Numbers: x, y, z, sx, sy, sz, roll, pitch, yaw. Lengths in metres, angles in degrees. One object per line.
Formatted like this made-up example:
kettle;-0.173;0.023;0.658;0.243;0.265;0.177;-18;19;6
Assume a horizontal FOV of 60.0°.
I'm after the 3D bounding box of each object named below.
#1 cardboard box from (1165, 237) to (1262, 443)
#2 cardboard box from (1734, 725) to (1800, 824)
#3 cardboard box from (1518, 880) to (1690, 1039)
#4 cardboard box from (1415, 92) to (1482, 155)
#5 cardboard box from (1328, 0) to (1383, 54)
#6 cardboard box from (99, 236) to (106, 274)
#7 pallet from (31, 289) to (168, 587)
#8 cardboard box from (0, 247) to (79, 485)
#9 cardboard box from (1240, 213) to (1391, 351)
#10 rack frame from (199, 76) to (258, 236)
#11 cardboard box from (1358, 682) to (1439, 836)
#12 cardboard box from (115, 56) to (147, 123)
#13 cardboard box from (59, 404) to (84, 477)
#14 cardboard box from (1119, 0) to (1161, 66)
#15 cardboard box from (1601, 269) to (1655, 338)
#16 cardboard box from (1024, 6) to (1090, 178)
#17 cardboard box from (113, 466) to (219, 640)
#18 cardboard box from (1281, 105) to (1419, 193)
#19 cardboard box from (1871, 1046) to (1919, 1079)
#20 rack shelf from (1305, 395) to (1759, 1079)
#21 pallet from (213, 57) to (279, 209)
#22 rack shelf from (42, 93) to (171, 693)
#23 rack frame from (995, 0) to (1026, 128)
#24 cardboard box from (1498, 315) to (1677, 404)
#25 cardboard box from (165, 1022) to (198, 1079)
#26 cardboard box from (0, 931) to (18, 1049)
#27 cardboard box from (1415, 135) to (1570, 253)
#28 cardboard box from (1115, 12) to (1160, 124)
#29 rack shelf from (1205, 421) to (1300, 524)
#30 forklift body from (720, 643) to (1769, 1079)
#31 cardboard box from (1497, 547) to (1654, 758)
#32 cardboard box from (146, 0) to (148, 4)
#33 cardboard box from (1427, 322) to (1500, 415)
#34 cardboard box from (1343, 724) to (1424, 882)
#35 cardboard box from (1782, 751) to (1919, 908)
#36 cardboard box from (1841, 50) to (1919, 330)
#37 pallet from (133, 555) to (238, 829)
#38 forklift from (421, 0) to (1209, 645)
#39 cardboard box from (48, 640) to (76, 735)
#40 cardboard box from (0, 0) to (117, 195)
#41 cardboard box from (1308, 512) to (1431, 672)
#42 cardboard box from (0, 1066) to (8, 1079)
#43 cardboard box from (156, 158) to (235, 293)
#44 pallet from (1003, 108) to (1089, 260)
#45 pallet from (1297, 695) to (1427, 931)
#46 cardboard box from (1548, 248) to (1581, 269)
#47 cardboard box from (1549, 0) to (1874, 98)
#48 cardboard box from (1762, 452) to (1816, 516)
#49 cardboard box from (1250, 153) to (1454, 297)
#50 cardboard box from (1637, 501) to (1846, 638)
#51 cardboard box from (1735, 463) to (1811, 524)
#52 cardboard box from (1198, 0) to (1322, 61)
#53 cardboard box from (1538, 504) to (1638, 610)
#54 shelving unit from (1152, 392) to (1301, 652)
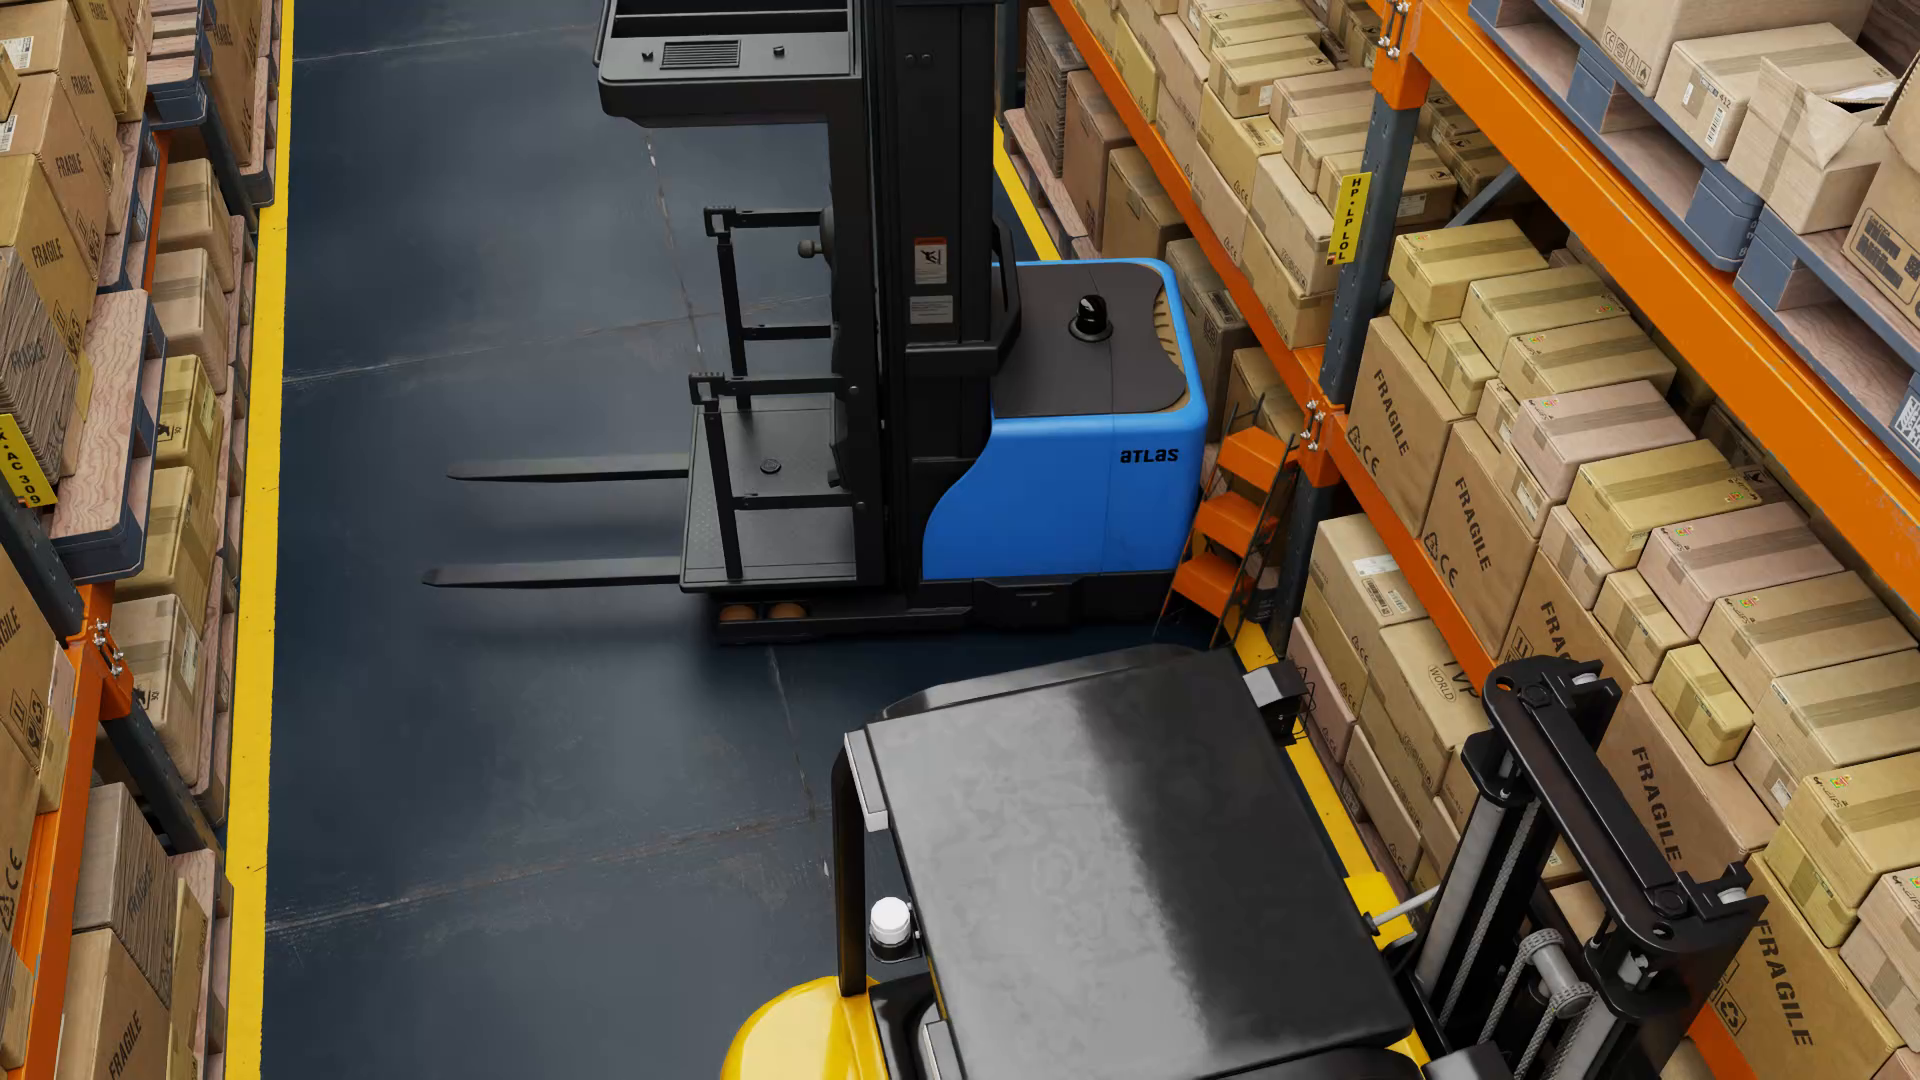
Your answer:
cardboard box;1.383;-0.924;7.175;0.875;0.625;0.625;-11;47;-11
cardboard box;2.054;0.529;3.858;0.380;0.149;0.250;-11;47;-11
cardboard box;1.926;1.204;4.652;0.500;0.250;0.500;-12;47;-11
cardboard box;1.818;-1.451;5.799;0.380;0.149;0.250;-12;47;-12
cardboard box;1.630;-1.973;6.310;0.380;0.149;0.250;-11;47;-10
cardboard box;-3.204;-1.013;5.775;0.380;0.149;0.250;-10;46;-10
pallet;-3.134;-0.290;5.319;1.003;0.211;1.213;-11;47;-10
cardboard box;-2.922;-0.465;4.784;0.500;0.500;0.500;-10;46;-9
cardboard box;1.337;-0.960;5.947;0.500;0.250;0.500;-10;46;-9
rack frame;-4.103;-2.564;7.414;1.000;3.000;0.127;-11;47;-10
cardboard box;1.675;0.665;5.529;0.500;0.250;0.500;-11;47;-11
cardboard box;-3.404;-1.740;6.487;0.380;0.149;0.250;-10;46;-10
cardboard box;-2.915;-0.301;5.077;0.380;0.149;0.250;-10;46;-10
cardboard box;0.971;-2.187;6.799;0.500;0.250;0.500;-10;46;-10
cardboard box;2.117;-0.733;4.886;0.380;0.149;0.250;-12;47;-11
cardboard box;0.841;-2.357;8.579;0.875;0.625;0.625;-9;46;-9
cardboard box;-3.403;0.113;6.336;0.950;0.372;0.625;-8;46;-8
cardboard box;1.333;-1.345;5.694;0.380;0.149;0.250;-11;47;-11
cardboard box;2.239;1.362;3.496;0.500;0.500;0.500;-9;46;-9
rack shelf;2.231;0.920;4.503;1.077;0.370;4.000;-11;47;-10
pallet;-4.232;-2.146;8.956;1.003;0.211;1.213;-11;47;-10
rack shelf;-3.591;-0.932;6.317;1.077;0.370;4.000;-11;47;-10
rack frame;0.695;-3.474;8.305;1.000;3.000;0.127;-11;47;-10
cardboard box;1.742;-0.466;4.625;0.380;0.149;0.250;-11;47;-11
cardboard box;-2.522;1.738;4.829;0.500;0.250;0.500;-12;47;-11
cardboard box;-2.449;1.031;3.612;0.500;0.500;0.500;-10;46;-9
cardboard box;1.836;-1.232;5.863;0.500;0.250;0.500;-11;47;-11
cardboard box;0.966;-2.010;6.975;0.500;0.250;0.500;-9;46;-9
rack shelf;1.094;-0.251;6.137;0.240;0.259;0.215;34;35;29
forklift body;0.494;1.370;4.152;2.313;2.155;1.214;-11;47;-10
cardboard box;1.860;0.312;4.524;0.500;0.500;0.500;-11;47;-11
cardboard box;-3.653;-2.268;7.005;0.380;0.149;0.250;-10;46;-10
cardboard box;1.614;-0.528;4.894;0.380;0.149;0.250;-10;46;-9
cardboard box;1.667;0.845;5.704;0.500;0.250;0.500;-12;47;-11
cardboard box;2.024;0.611;3.569;0.380;0.149;0.250;-10;46;-10
cardboard box;2.115;-0.617;2.968;0.797;0.503;0.637;-9;46;-9
pallet;-3.279;0.636;6.230;1.003;0.211;1.213;-11;47;-10
forklift;-0.624;-1.001;5.930;3.031;2.935;1.130;-2;46;-2
cardboard box;-2.702;0.451;4.634;0.380;0.149;0.250;-11;47;-11
cardboard box;-3.306;-1.507;5.805;0.500;0.500;0.500;-12;47;-12
cardboard box;1.539;0.144;5.690;0.500;0.250;0.500;-11;47;-11
cardboard box;-2.402;1.334;3.769;0.380;0.149;0.250;-11;47;-11
cardboard box;-3.968;-1.400;7.818;0.950;0.372;0.625;-14;47;-13
pallet;0.868;-1.923;8.737;1.003;0.211;1.213;-11;47;-10
pallet;1.882;0.820;6.049;1.003;0.211;1.213;-11;47;-10
cardboard box;2.049;-0.800;5.160;0.380;0.149;0.250;-11;47;-11
cardboard box;1.696;-1.295;3.767;0.500;0.311;0.500;-10;46;-9
cardboard box;2.369;-0.209;4.372;0.380;0.149;0.250;-11;47;-11
cardboard box;1.346;-1.128;5.760;0.500;0.250;0.500;-12;47;-11
cardboard box;1.920;0.070;4.099;0.380;0.149;0.250;-11;47;-10
cardboard box;2.284;-0.089;4.463;0.380;0.149;0.250;-9;46;-9
cardboard box;1.119;-1.873;6.212;0.380;0.149;0.250;-12;47;-11
cardboard box;1.765;0.012;4.365;0.380;0.149;0.250;-11;47;-11
shelving unit;1.031;-0.024;6.275;0.252;1.050;0.215;34;35;29
